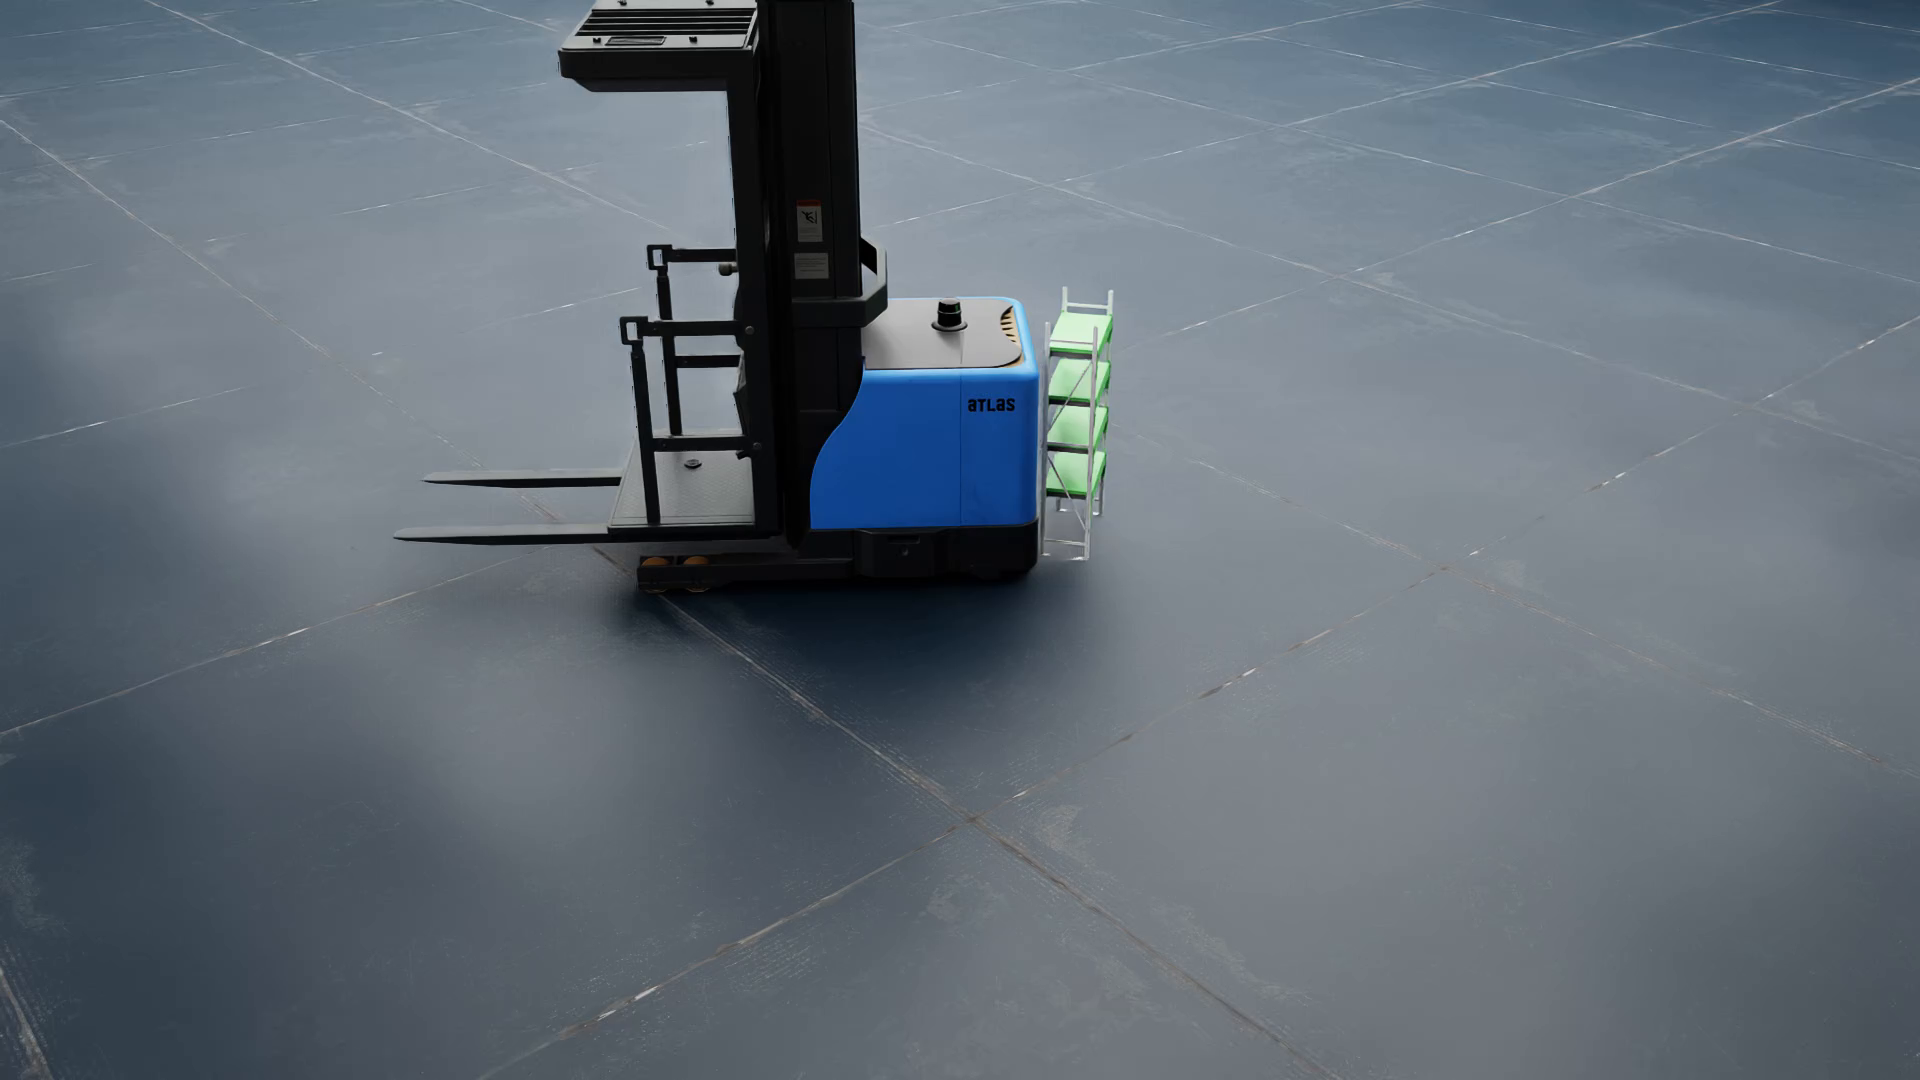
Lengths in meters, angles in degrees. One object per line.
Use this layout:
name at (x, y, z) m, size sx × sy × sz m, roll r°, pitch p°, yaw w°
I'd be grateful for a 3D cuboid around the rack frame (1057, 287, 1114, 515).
rack frame at (0.614, -0.670, 8.231) m, size 0.240 × 1.200 × 0.015 m, roll 5°, pitch 29°, yaw 9°

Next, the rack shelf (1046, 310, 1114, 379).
rack shelf at (0.569, -0.924, 7.824) m, size 0.258 × 0.148 × 0.480 m, roll 5°, pitch 29°, yaw 9°

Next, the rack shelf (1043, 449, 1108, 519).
rack shelf at (0.569, -0.289, 8.163) m, size 0.258 × 0.148 × 0.480 m, roll 5°, pitch 29°, yaw 9°

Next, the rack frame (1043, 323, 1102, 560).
rack frame at (0.523, -0.444, 7.808) m, size 0.240 × 1.200 × 0.015 m, roll 5°, pitch 29°, yaw 9°

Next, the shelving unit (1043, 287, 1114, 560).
shelving unit at (0.569, -0.557, 8.020) m, size 0.258 × 1.200 × 0.503 m, roll 5°, pitch 29°, yaw 9°

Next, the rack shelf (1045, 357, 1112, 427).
rack shelf at (0.569, -0.713, 7.937) m, size 0.258 × 0.148 × 0.480 m, roll 5°, pitch 29°, yaw 9°

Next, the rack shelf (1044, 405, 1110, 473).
rack shelf at (0.569, -0.501, 8.050) m, size 0.258 × 0.148 × 0.480 m, roll 5°, pitch 29°, yaw 9°

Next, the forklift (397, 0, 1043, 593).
forklift at (-1.148, -1.299, 7.570) m, size 3.031 × 2.935 × 1.130 m, roll -1°, pitch 28°, yaw -2°
